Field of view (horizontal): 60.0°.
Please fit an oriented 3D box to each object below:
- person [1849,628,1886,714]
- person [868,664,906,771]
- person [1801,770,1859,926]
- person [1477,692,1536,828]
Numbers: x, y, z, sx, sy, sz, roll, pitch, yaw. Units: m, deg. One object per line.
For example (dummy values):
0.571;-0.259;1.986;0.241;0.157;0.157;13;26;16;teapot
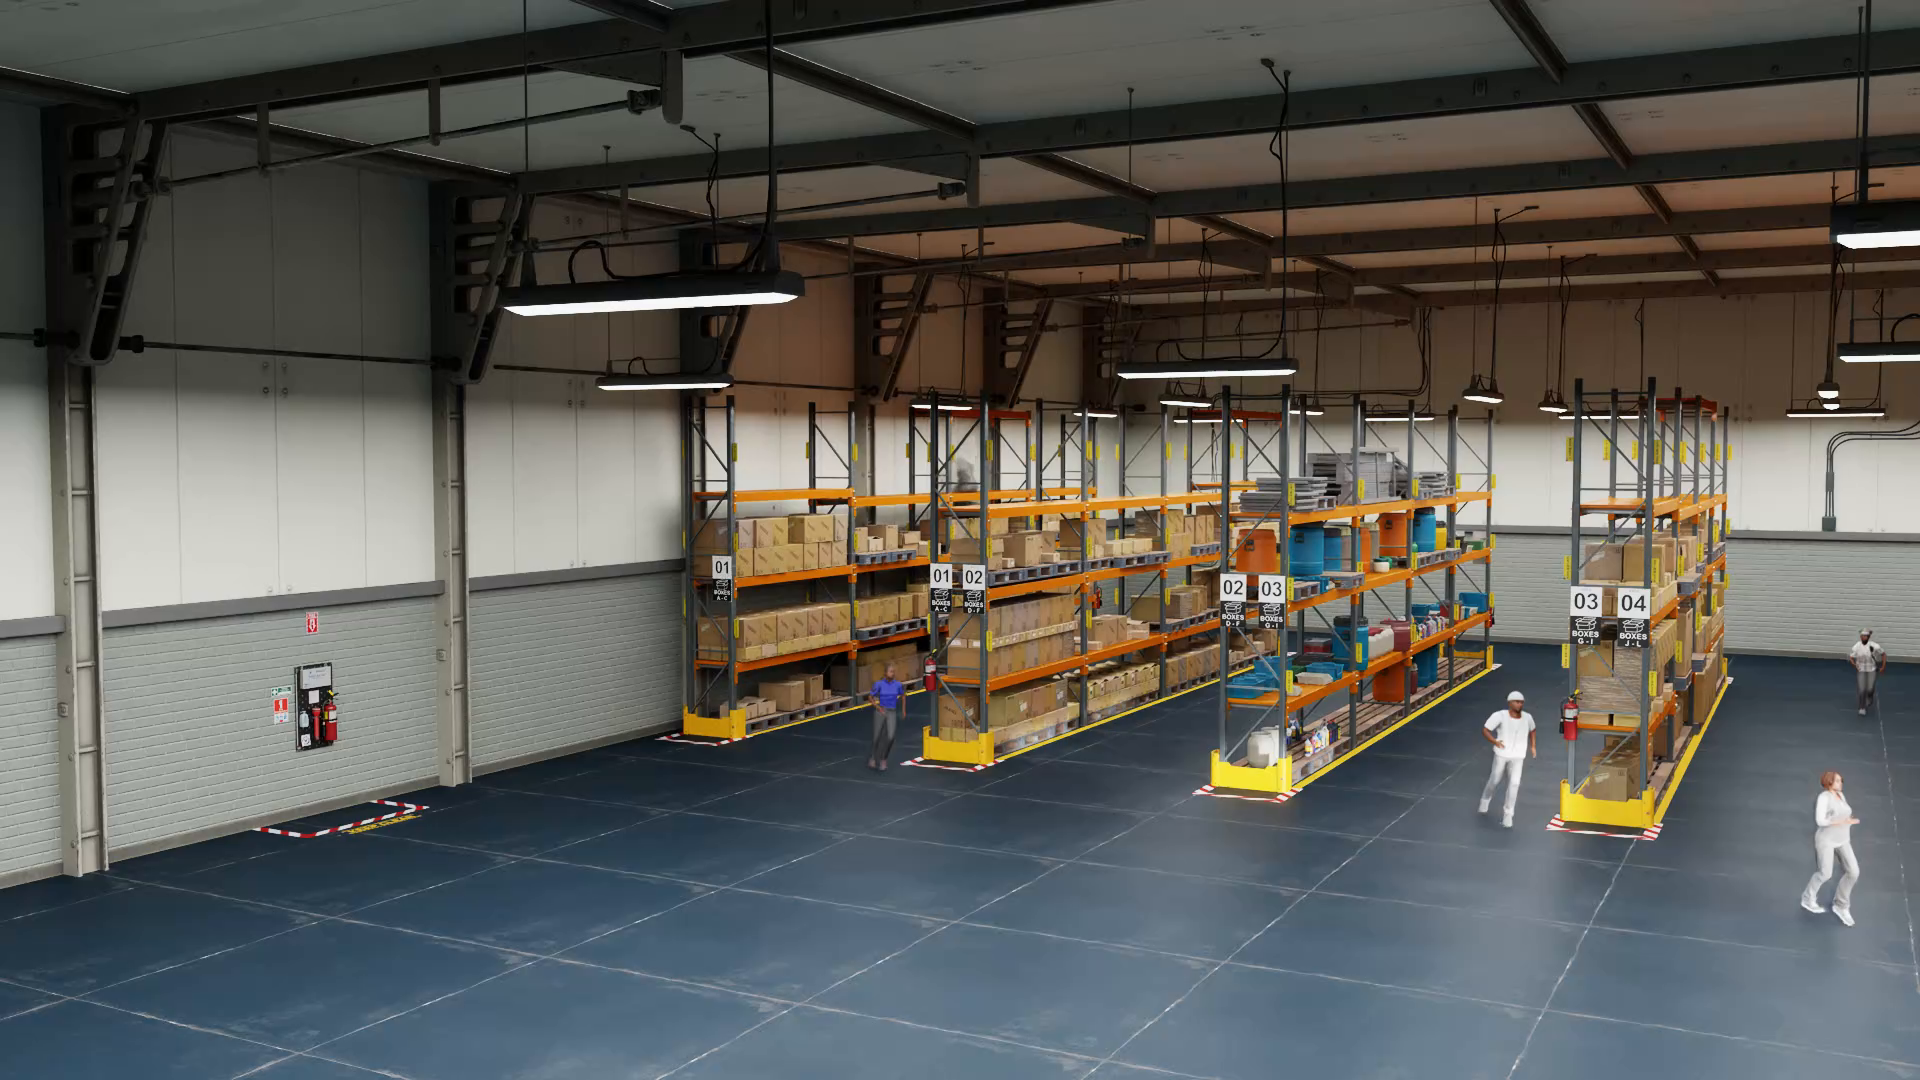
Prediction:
17.321;2.513;31.762;0.609;1.663;0.599;2;4;34;person
-1.154;2.801;26.344;0.606;1.653;0.615;-1;3;-13;person
9.307;3.274;17.732;0.514;1.625;0.667;-1;3;-23;person
7.464;2.932;22.532;0.757;1.763;0.923;0;3;5;person
